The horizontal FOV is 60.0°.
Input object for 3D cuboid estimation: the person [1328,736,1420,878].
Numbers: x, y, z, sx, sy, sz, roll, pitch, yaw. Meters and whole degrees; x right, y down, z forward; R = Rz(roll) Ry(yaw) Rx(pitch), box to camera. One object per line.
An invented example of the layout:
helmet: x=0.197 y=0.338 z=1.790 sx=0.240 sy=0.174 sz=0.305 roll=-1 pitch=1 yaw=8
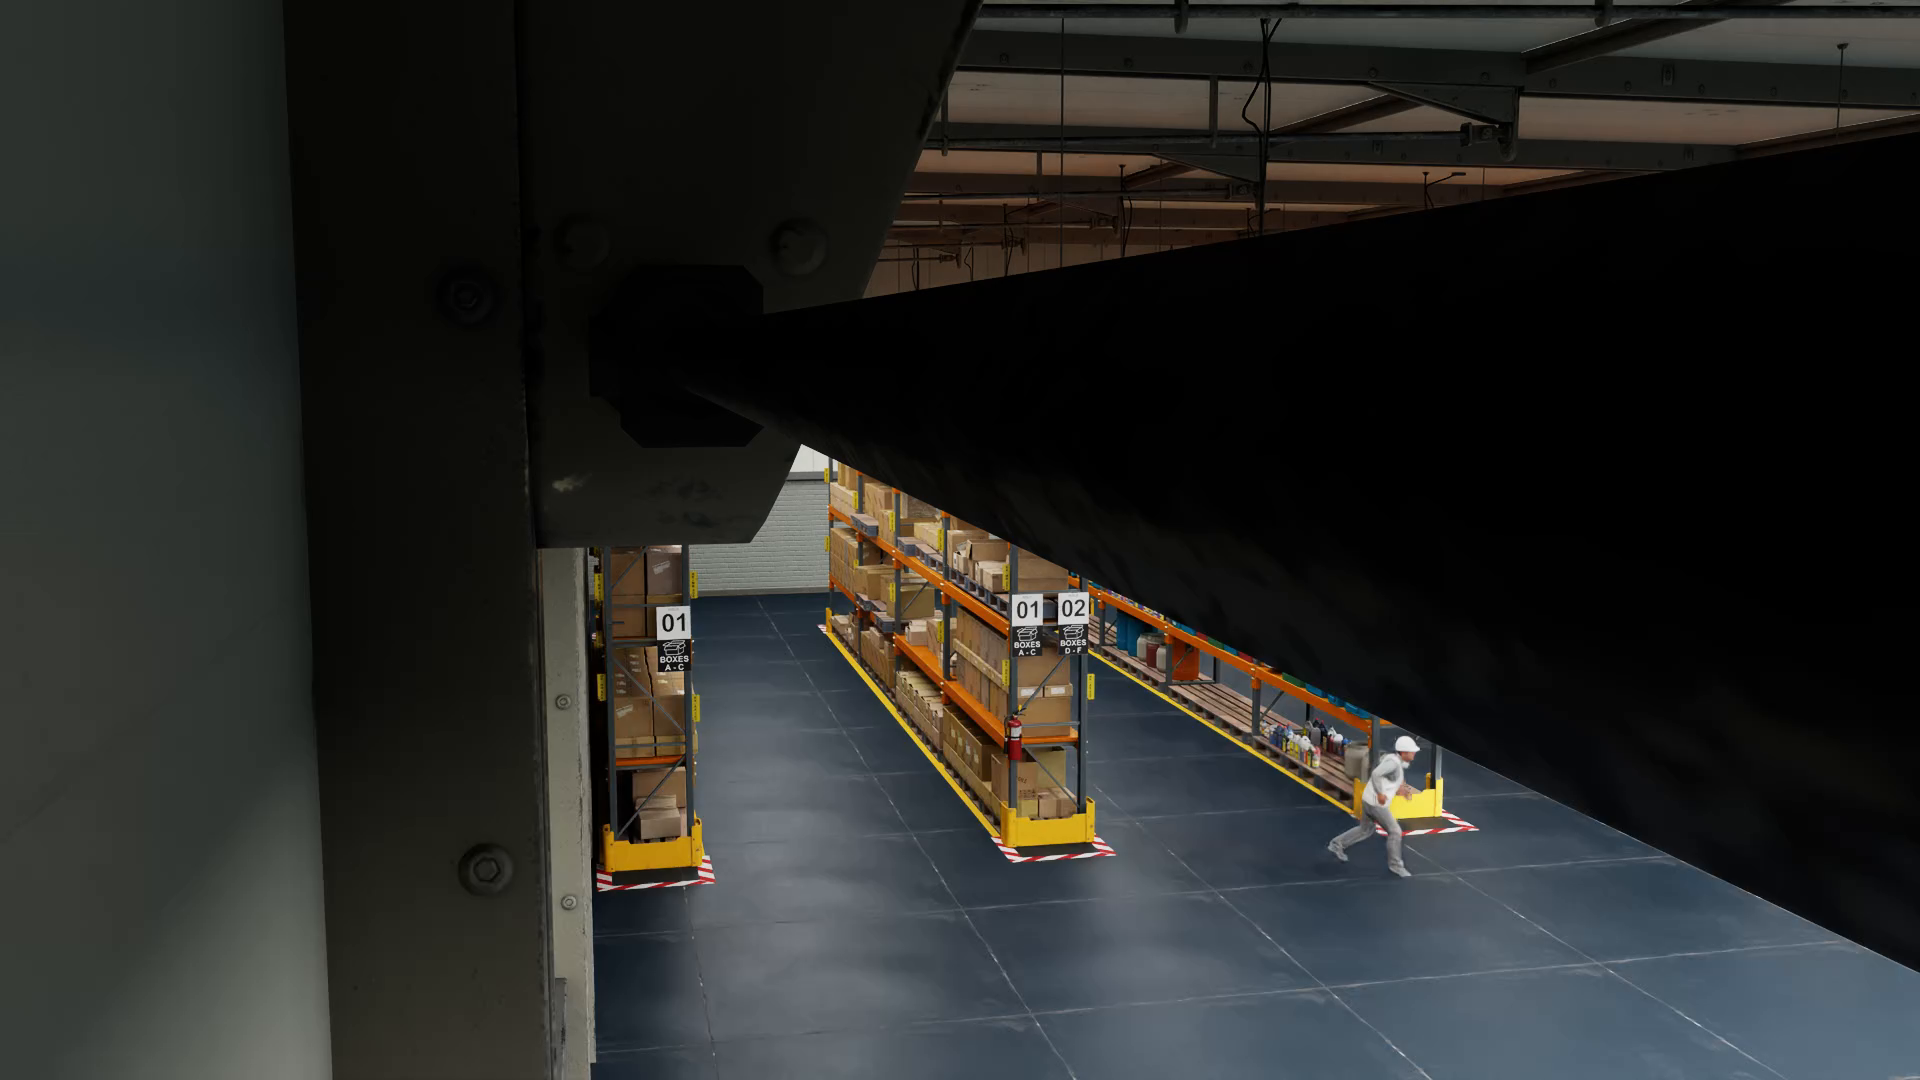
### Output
person: x=4.919 y=3.166 z=19.814 sx=1.049 sy=1.731 sz=0.697 roll=3 pitch=7 yaw=21
